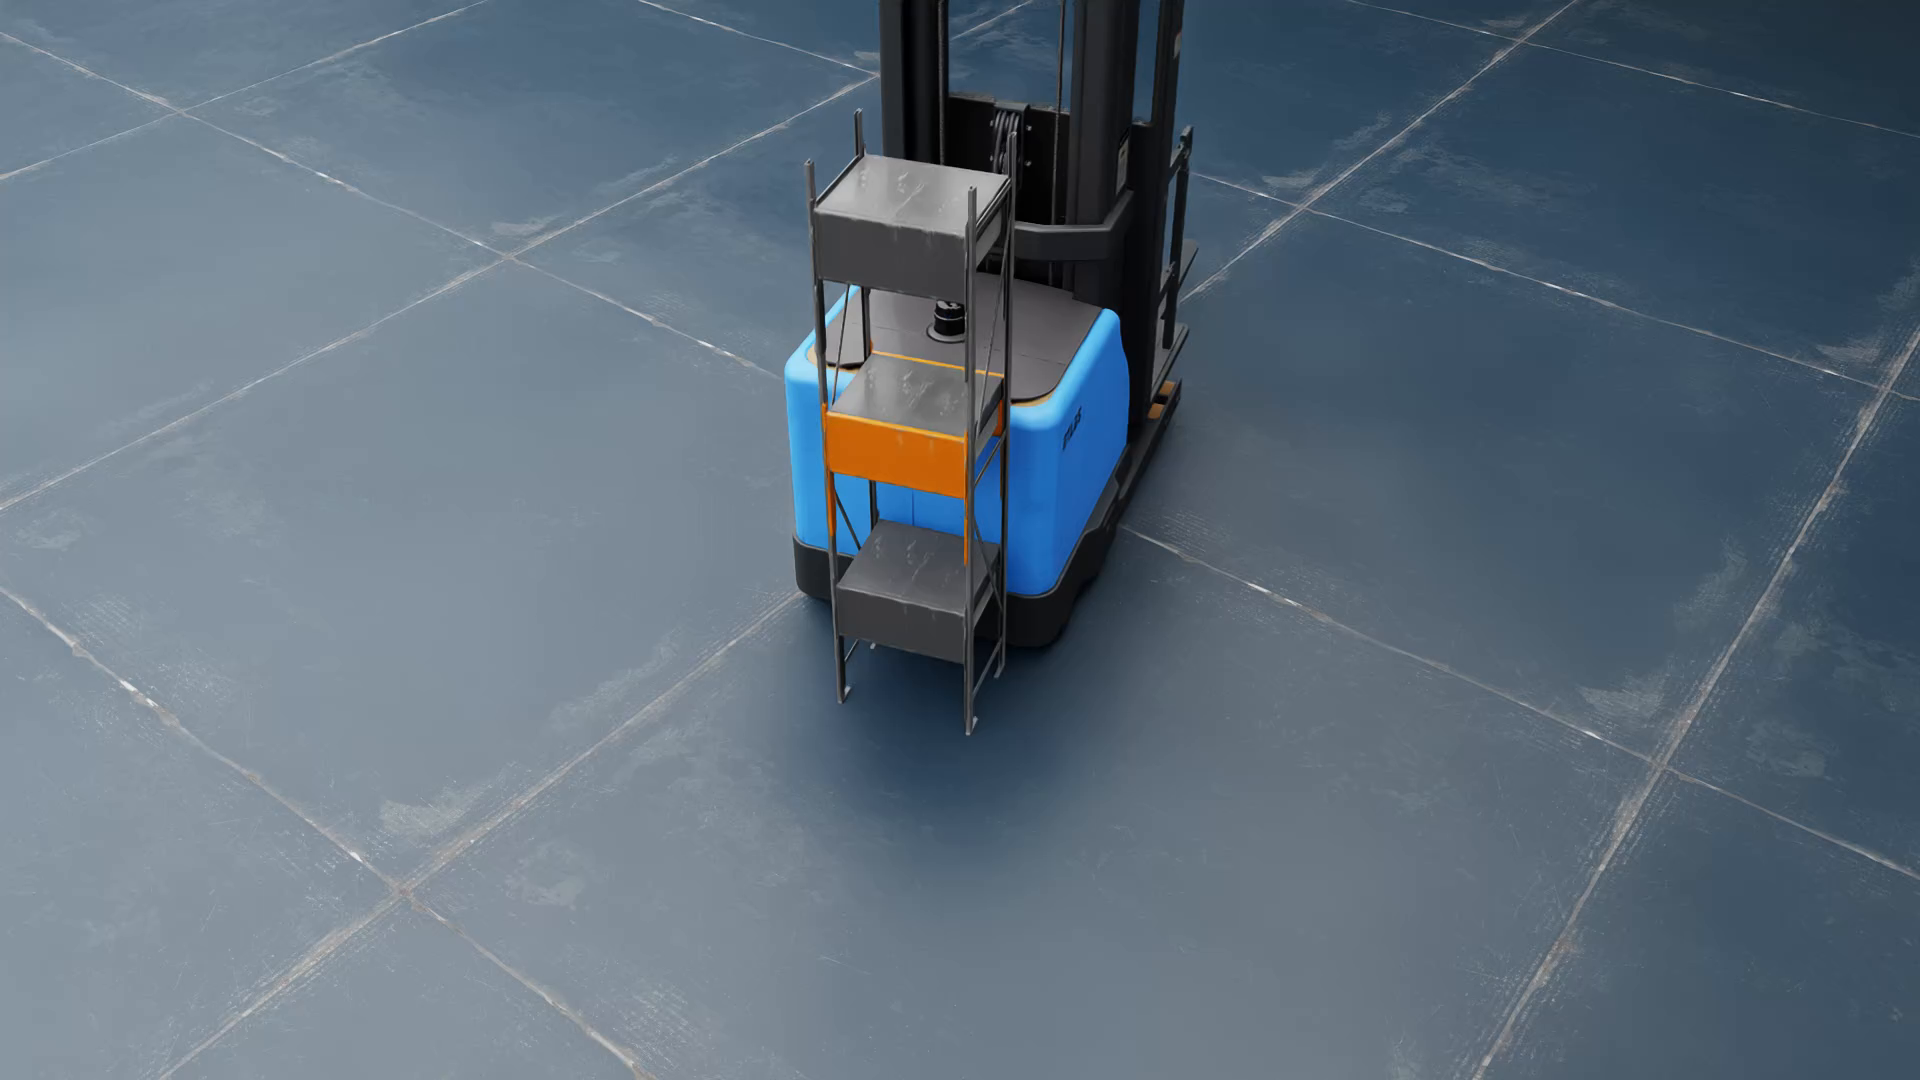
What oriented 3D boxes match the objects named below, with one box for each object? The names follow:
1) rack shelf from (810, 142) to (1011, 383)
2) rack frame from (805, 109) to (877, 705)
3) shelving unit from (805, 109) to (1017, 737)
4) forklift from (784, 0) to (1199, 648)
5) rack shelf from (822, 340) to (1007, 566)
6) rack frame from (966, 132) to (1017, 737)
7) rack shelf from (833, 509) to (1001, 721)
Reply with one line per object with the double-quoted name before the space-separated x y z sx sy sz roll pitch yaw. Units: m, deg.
"rack shelf" -0.136 -0.840 5.007 0.480 0.518 0.431 12 40 15
"rack frame" -0.367 -0.350 5.493 0.015 2.100 0.400 12 40 15
"shelving unit" -0.136 -0.300 5.430 0.503 2.100 0.431 12 40 15
"forklift" 0.351 -1.669 6.504 1.130 2.935 3.031 13 40 16
"rack shelf" -0.136 -0.289 5.438 0.480 0.518 0.431 12 40 15
"rack frame" 0.094 -0.250 5.367 0.015 2.100 0.400 12 40 15
"rack shelf" -0.136 0.262 5.870 0.480 0.518 0.431 12 40 15
